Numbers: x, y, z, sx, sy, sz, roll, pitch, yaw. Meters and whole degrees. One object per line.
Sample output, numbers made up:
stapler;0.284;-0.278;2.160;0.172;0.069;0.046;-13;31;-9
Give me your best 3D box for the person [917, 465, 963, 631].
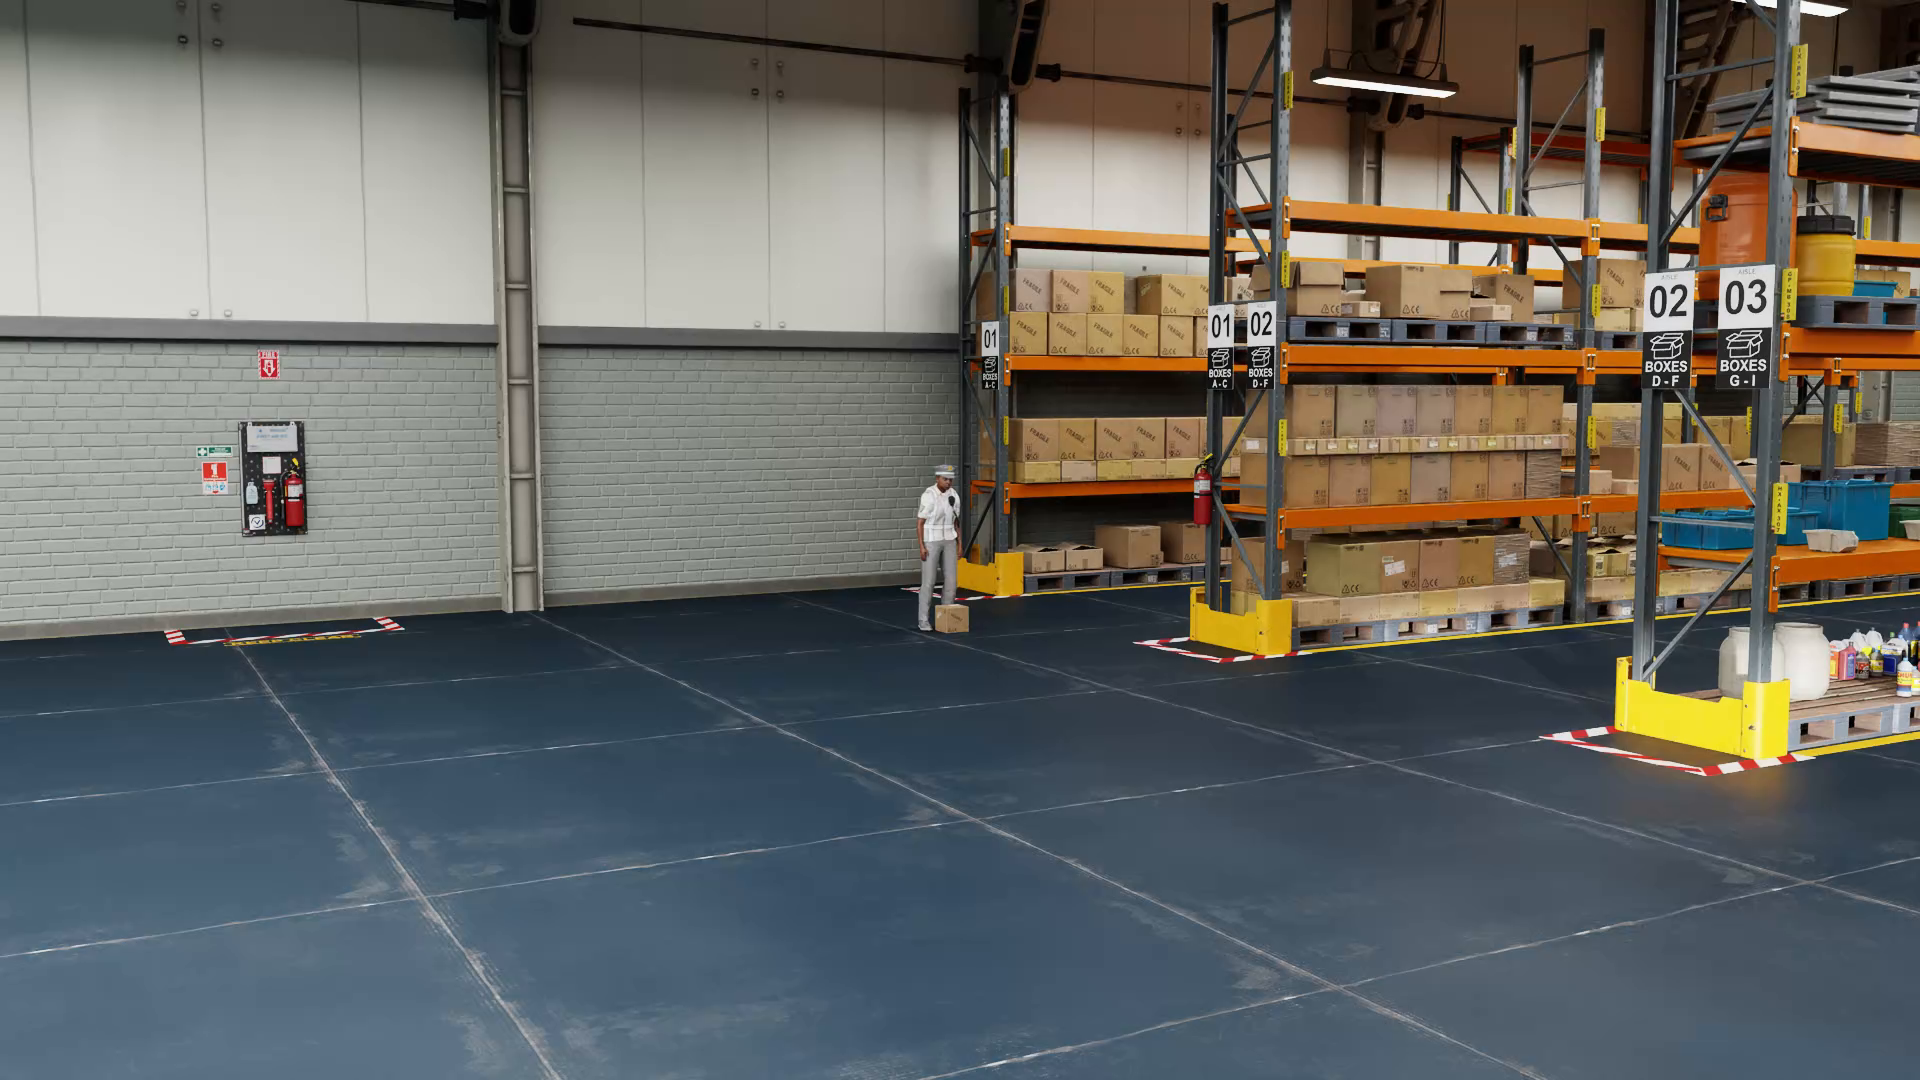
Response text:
person;-0.207;0.066;16.763;0.506;1.660;0.392;-3;6;-28
